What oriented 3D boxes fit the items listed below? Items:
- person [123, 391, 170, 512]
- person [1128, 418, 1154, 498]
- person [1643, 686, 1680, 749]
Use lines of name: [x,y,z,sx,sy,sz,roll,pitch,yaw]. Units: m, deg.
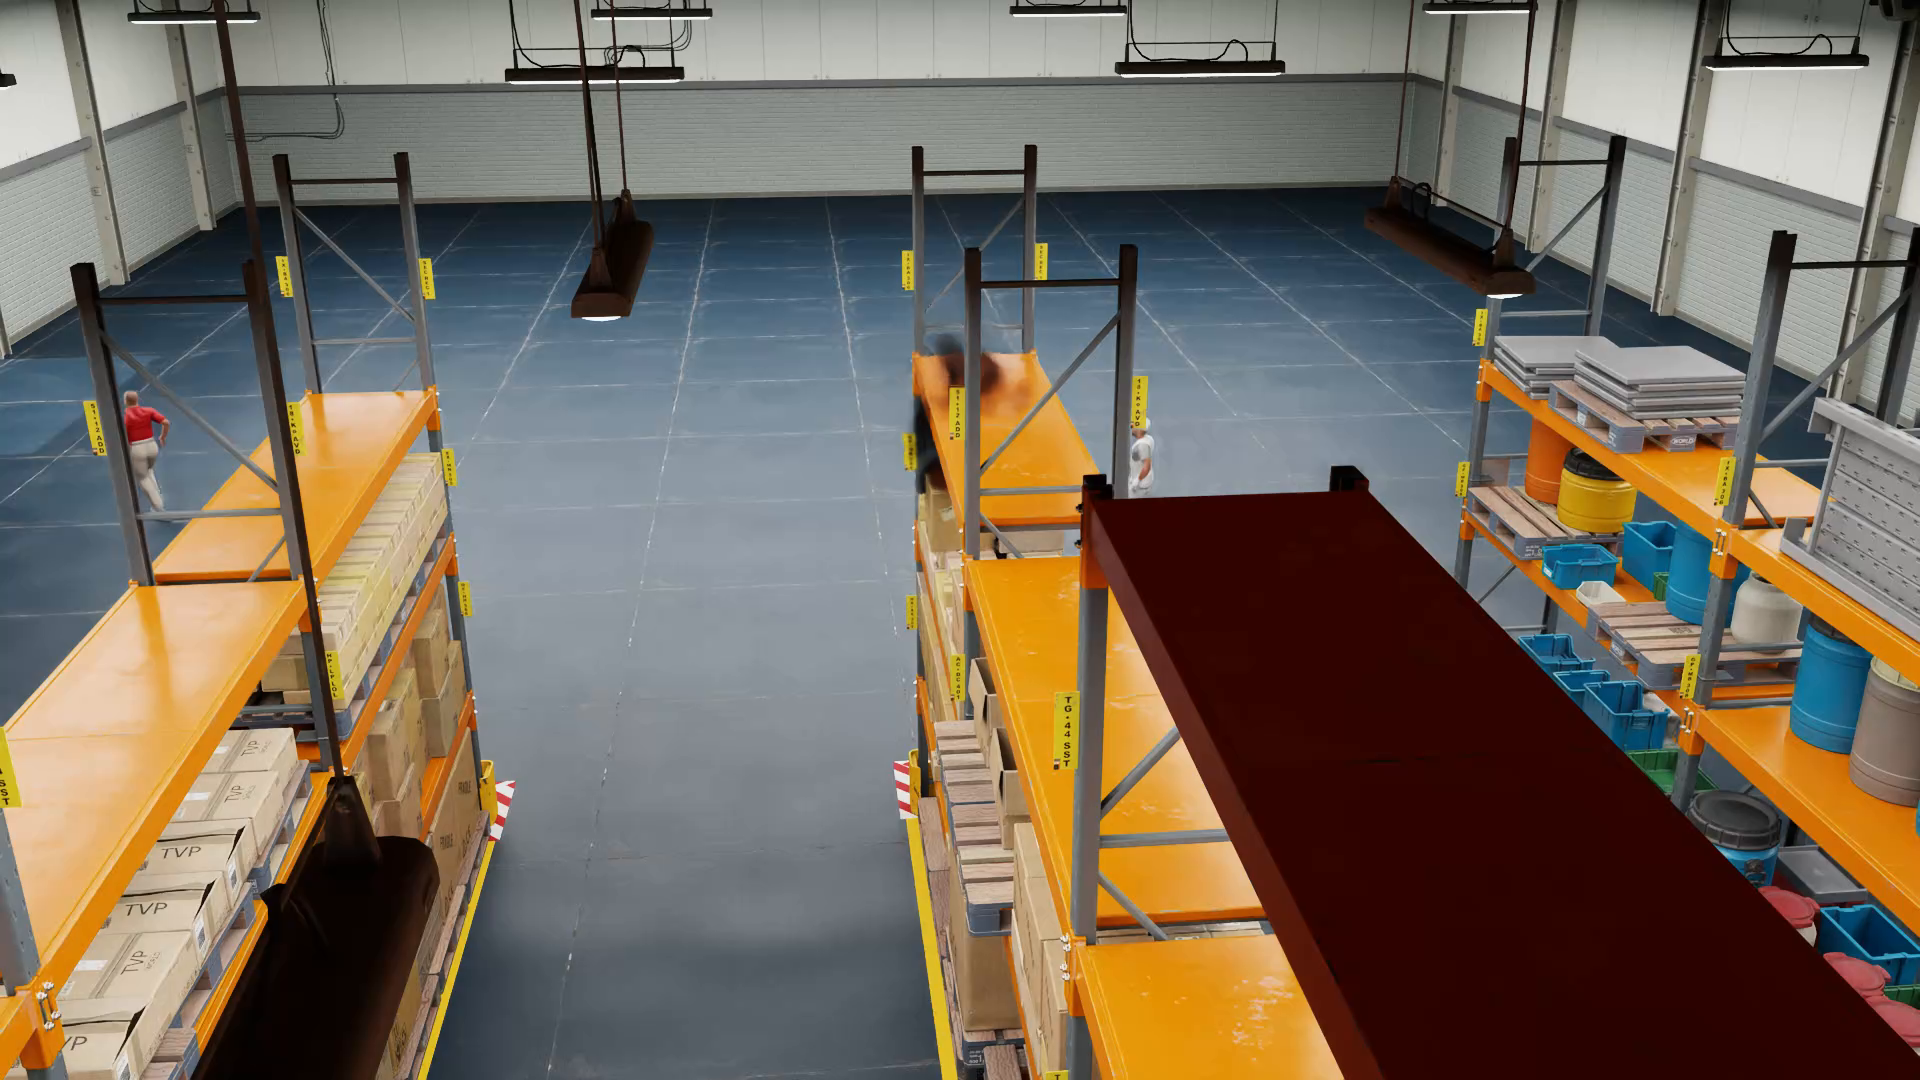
person: [-10.919,-1.133,22.204,0.768,1.798,0.631,13,25,30]
person: [2.205,-0.728,21.064,0.615,1.741,0.699,8,23,19]
person: [6.517,1.499,15.522,0.715,1.712,0.896,-2,22,-5]
